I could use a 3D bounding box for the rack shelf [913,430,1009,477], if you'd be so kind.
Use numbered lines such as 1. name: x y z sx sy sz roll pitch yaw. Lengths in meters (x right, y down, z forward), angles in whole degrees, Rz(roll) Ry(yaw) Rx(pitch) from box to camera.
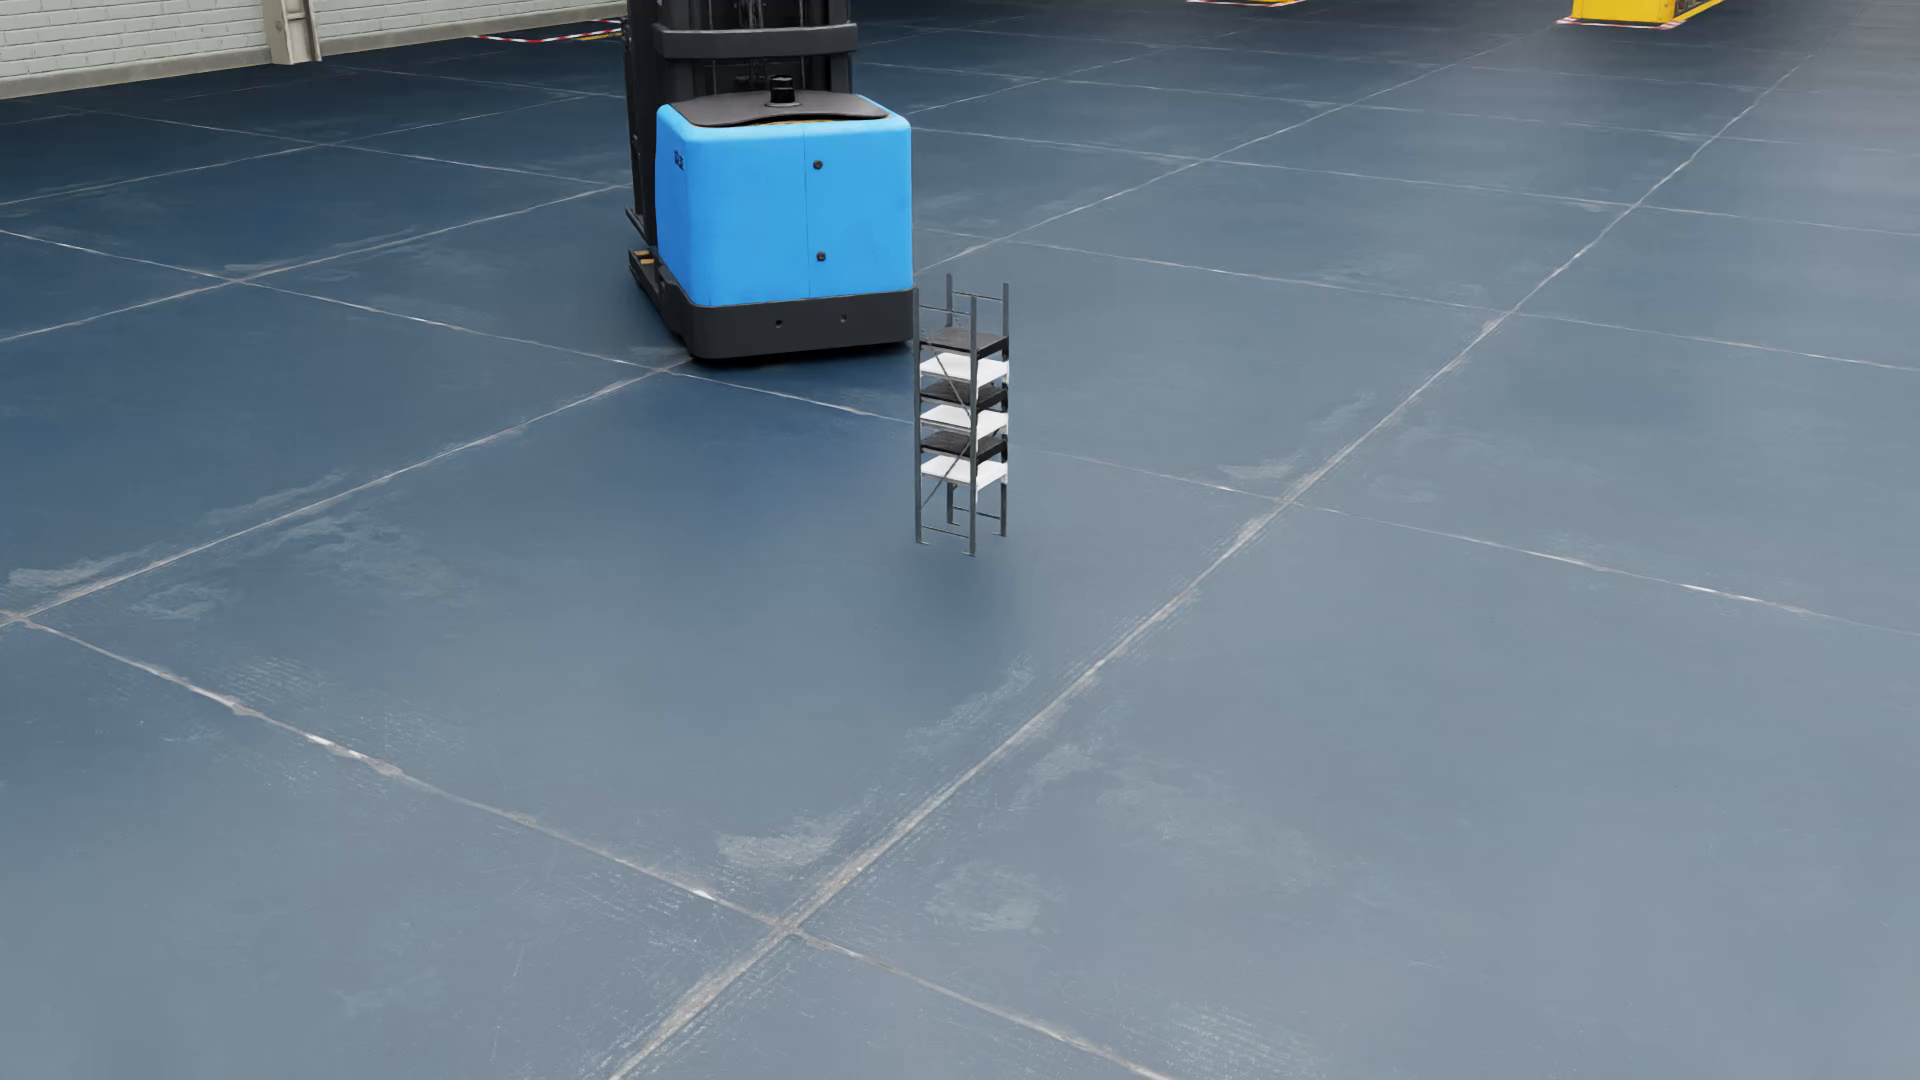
1. rack shelf: 0.004 -0.303 5.627 0.258 0.077 0.200 14 27 29

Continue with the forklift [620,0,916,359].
1. forklift: -1.152 -2.713 8.327 1.130 2.935 3.031 -8 25 -17

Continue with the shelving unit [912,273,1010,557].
1. shelving unit: 0.004 -0.416 5.578 0.258 0.900 0.210 14 27 29

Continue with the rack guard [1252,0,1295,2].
1. rack guard: 4.058 -7.744 23.010 1.175 0.500 0.348 14 27 29

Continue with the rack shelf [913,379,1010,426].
1. rack shelf: 0.004 -0.468 5.555 0.258 0.077 0.200 14 27 29

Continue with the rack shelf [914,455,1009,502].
1. rack shelf: 0.004 -0.220 5.662 0.258 0.077 0.200 14 27 29

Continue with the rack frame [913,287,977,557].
1. rack frame: -0.049 -0.381 5.498 0.240 0.900 0.006 14 27 29

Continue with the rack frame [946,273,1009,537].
1. rack frame: 0.058 -0.450 5.657 0.240 0.900 0.006 14 27 29

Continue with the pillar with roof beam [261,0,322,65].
1. pillar with roof beam: -3.178 -8.155 13.260 9.100 9.000 0.400 14 27 29

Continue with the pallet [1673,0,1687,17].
1. pallet: 8.710 -6.889 21.398 1.003 0.211 1.213 14 27 29

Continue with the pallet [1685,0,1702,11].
1. pallet: 9.354 -7.299 22.345 1.003 0.211 1.213 14 27 29

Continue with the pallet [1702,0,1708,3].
1. pallet: 9.997 -7.713 23.300 1.003 0.211 1.213 14 27 29

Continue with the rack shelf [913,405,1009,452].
1. rack shelf: 0.004 -0.385 5.591 0.258 0.077 0.200 14 27 29

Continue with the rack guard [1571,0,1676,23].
1. rack guard: 8.277 -6.749 20.710 1.175 0.500 0.348 14 27 29

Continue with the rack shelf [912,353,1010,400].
1. rack shelf: 0.004 -0.550 5.519 0.258 0.077 0.200 14 27 29

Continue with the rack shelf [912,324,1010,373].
1. rack shelf: 0.004 -0.633 5.484 0.258 0.077 0.200 14 27 29
